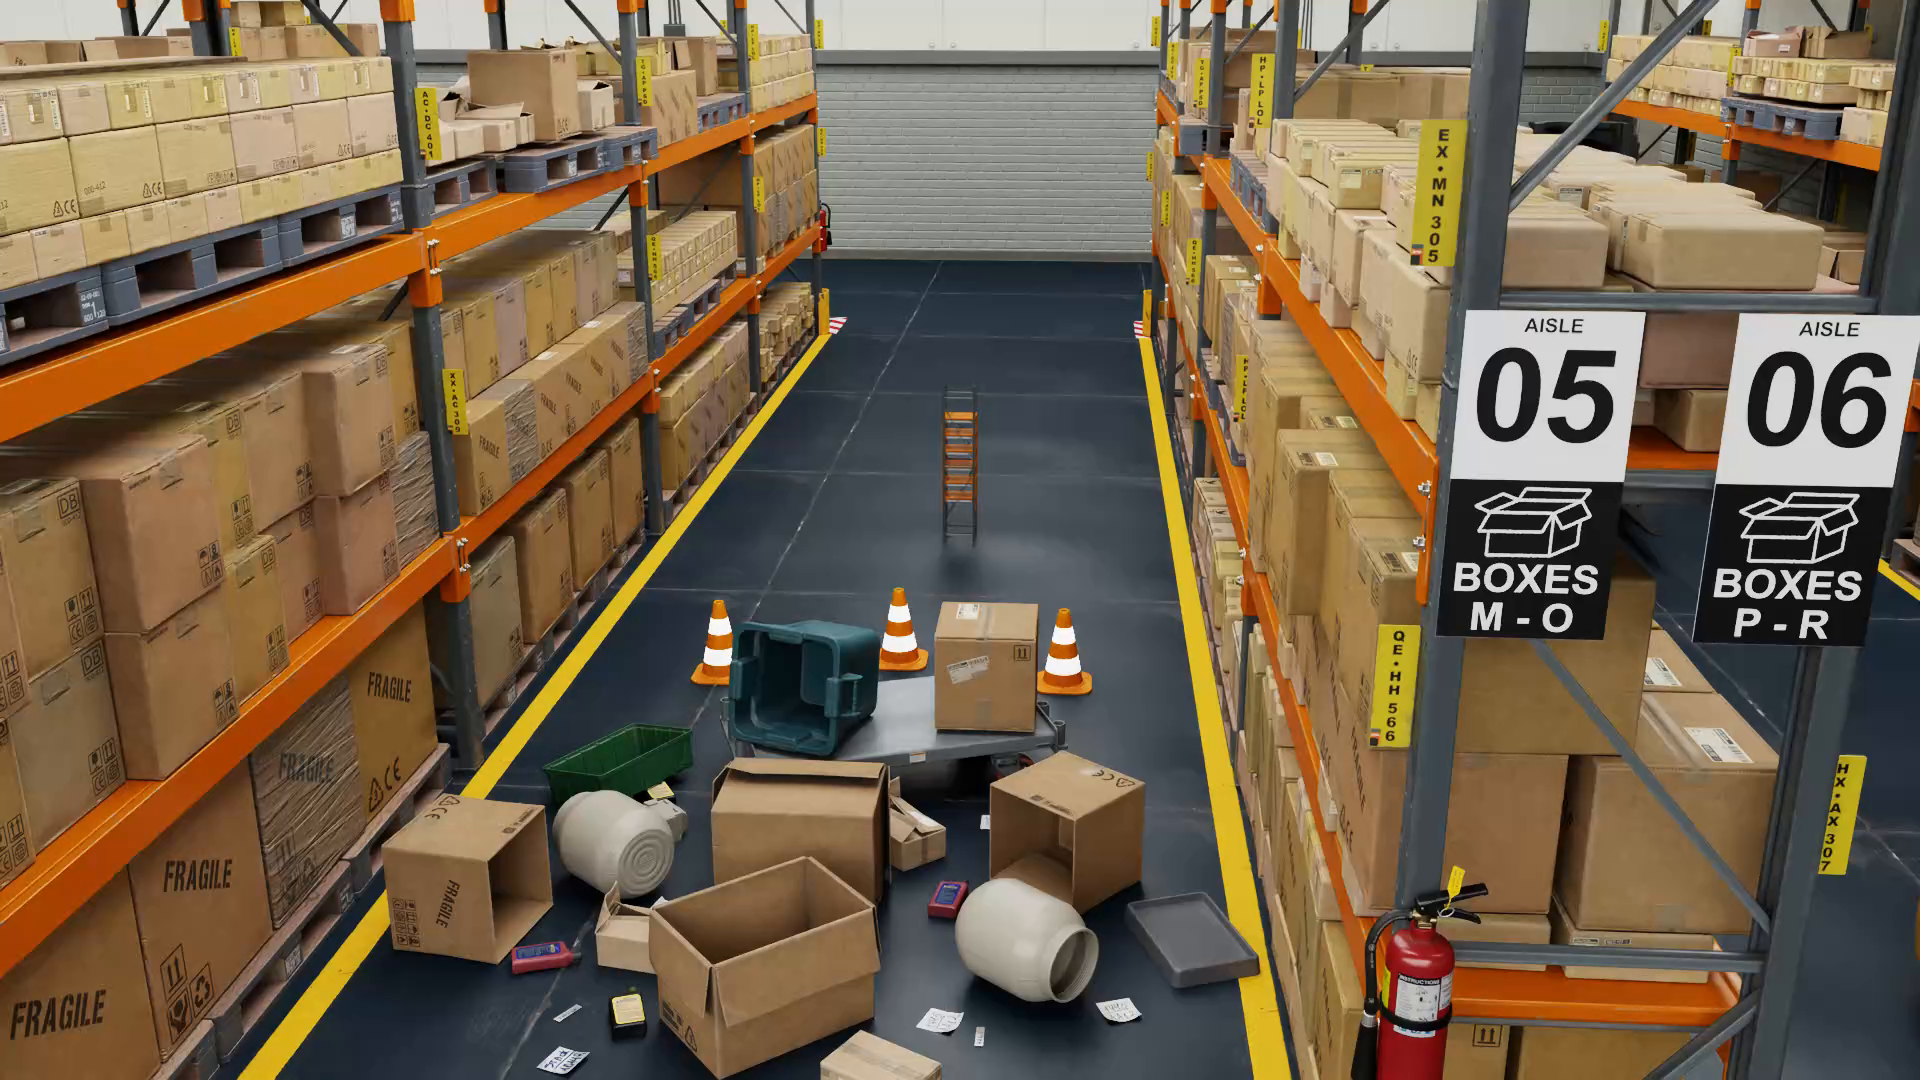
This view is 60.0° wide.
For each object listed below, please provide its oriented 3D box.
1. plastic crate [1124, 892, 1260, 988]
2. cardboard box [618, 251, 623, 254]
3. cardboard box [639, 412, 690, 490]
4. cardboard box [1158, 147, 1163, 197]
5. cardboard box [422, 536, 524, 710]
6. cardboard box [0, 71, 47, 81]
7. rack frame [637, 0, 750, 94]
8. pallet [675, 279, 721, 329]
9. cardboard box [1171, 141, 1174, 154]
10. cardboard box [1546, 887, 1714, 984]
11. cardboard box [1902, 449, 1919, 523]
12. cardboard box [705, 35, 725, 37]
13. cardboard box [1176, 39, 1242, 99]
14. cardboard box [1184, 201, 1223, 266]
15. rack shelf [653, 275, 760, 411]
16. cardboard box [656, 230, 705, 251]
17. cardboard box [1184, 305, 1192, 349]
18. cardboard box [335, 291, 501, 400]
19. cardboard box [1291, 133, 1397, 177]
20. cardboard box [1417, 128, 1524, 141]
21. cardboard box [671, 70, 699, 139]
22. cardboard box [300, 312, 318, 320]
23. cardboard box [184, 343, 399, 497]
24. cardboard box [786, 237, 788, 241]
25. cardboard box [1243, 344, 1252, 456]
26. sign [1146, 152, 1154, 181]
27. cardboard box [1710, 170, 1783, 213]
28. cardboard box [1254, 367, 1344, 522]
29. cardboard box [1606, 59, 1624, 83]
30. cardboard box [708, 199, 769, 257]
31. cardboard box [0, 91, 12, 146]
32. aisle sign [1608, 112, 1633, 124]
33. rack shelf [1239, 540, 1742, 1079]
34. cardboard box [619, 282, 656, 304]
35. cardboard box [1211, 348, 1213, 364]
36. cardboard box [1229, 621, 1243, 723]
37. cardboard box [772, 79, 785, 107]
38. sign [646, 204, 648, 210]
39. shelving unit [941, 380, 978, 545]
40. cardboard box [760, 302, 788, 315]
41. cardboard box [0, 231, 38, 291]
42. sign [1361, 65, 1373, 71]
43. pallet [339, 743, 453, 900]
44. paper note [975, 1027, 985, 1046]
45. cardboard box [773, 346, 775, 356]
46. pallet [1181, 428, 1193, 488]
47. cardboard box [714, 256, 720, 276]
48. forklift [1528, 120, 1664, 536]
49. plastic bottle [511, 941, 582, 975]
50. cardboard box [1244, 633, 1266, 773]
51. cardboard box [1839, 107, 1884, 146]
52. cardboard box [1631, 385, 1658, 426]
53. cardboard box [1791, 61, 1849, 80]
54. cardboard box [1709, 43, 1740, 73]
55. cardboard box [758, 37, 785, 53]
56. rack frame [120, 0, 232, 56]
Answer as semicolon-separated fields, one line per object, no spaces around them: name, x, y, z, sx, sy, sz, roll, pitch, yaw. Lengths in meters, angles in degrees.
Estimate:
plastic crate;0.987;1.698;7.114;0.402;0.080;0.583;-5;19;-15
cardboard box;-3.050;-2.347;14.018;0.380;0.149;0.250;1;18;3
cardboard box;-2.435;-0.706;13.101;0.500;0.500;0.500;1;18;2
cardboard box;2.400;-3.945;17.880;0.500;0.500;0.500;1;18;3
cardboard box;-3.072;0.436;9.212;1.050;0.750;0.750;1;18;4
cardboard box;-3.501;-1.592;5.936;0.380;0.149;0.250;1;18;4
rack frame;-2.453;-5.574;14.981;1.000;3.000;0.127;1;18;4
pallet;-2.639;-2.005;14.033;1.003;0.211;1.213;1;18;4
cardboard box;2.350;-3.973;16.923;0.380;0.149;0.250;1;18;3
cardboard box;1.862;1.102;4.647;0.380;0.149;0.250;1;18;4
cardboard box;6.971;-0.440;12.287;0.500;0.500;0.500;2;18;6
cardboard box;-2.564;-5.414;18.109;0.380;0.149;0.250;2;18;5
cardboard box;2.139;-4.049;14.310;0.500;0.500;0.500;1;18;3
cardboard box;2.051;-2.404;13.177;0.500;0.500;0.500;1;18;4
rack shelf;-2.597;-1.760;14.132;1.077;0.370;4.000;1;18;4
cardboard box;-2.382;-2.552;14.168;0.380;0.149;0.250;0;18;1
cardboard box;2.003;-1.652;12.888;0.500;0.250;0.500;2;18;5
cardboard box;-2.962;-1.075;9.120;0.700;0.500;0.500;1;18;3
cardboard box;1.507;-1.509;6.518;0.380;0.149;0.250;1;18;4
cardboard box;2.063;-1.580;6.732;0.380;0.149;0.250;2;18;5
cardboard box;-2.374;-3.436;13.113;0.500;0.500;0.500;1;18;4
cardboard box;-7.266;-2.258;17.235;0.875;0.875;0.875;1;18;4
cardboard box;-3.011;-0.535;7.265;0.875;0.550;0.550;1;18;4
cardboard box;-2.088;-3.340;18.203;0.380;0.149;0.250;1;18;2
cardboard box;1.722;-0.696;8.418;0.500;0.500;0.500;1;18;3
sign;2.225;-4.349;19.362;0.100;0.325;0.005;1;18;4
cardboard box;7.814;-3.417;16.593;0.500;0.500;0.500;1;18;2
cardboard box;1.548;-0.378;6.515;0.700;0.500;0.500;1;18;3
cardboard box;7.425;-5.140;18.239;0.500;0.250;0.500;1;18;3
cardboard box;-2.167;-3.060;16.306;0.500;0.500;0.500;1;18;3
cardboard box;-2.935;-1.182;4.683;0.380;0.149;0.250;1;18;3
aisle sign;7.441;-5.040;18.811;0.394;0.787;0.004;1;18;4
rack shelf;1.774;0.804;6.308;1.077;0.370;4.000;1;18;4
cardboard box;-2.505;-1.848;12.496;0.380;0.149;0.250;2;18;6
cardboard box;1.876;-1.214;11.039;0.380;0.149;0.250;0;18;0
cardboard box;1.953;0.727;8.932;0.950;0.372;0.625;2;18;5
cardboard box;-2.073;-4.532;16.860;0.500;0.250;0.500;2;18;6
sign;-2.995;-3.144;15.810;0.100;0.325;0.005;1;18;4
shelving unit;-0.001;-0.566;12.222;0.258;1.200;0.189;1;18;4
cardboard box;-2.094;-2.520;18.244;0.380;0.149;0.250;1;18;2
cardboard box;-2.933;-0.805;4.815;0.380;0.149;0.250;1;18;4
sign;2.745;-3.060;11.296;0.100;0.325;0.005;1;18;4
pallet;-3.159;1.321;8.052;1.003;0.211;1.213;1;18;4
paper note;0.077;1.938;6.491;0.032;0.001;0.123;1;18;4
cardboard box;-2.169;-1.999;17.610;0.380;0.149;0.250;1;18;2
pallet;2.426;-0.697;14.212;1.003;0.211;1.213;1;18;4
cardboard box;-2.341;-2.439;14.779;0.380;0.149;0.250;0;18;1
forklift;4.761;-1.693;12.883;1.130;2.935;3.031;1;18;4
plastic bottle;-1.737;1.749;6.987;0.283;0.061;0.133;-5;19;-15
cardboard box;1.606;0.769;7.797;0.500;0.500;0.500;2;18;7
cardboard box;7.021;-3.122;12.558;0.500;0.250;0.500;1;18;4
cardboard box;1.908;-0.402;4.419;0.380;0.149;0.250;1;18;2
cardboard box;7.023;-3.822;13.544;0.380;0.149;0.250;2;18;5
cardboard box;7.238;-4.429;15.266;0.500;0.250;0.500;1;18;4
cardboard box;-2.030;-5.159;17.331;0.380;0.149;0.250;1;18;2
rack frame;-7.393;-5.716;15.415;1.000;3.000;0.127;1;18;4
